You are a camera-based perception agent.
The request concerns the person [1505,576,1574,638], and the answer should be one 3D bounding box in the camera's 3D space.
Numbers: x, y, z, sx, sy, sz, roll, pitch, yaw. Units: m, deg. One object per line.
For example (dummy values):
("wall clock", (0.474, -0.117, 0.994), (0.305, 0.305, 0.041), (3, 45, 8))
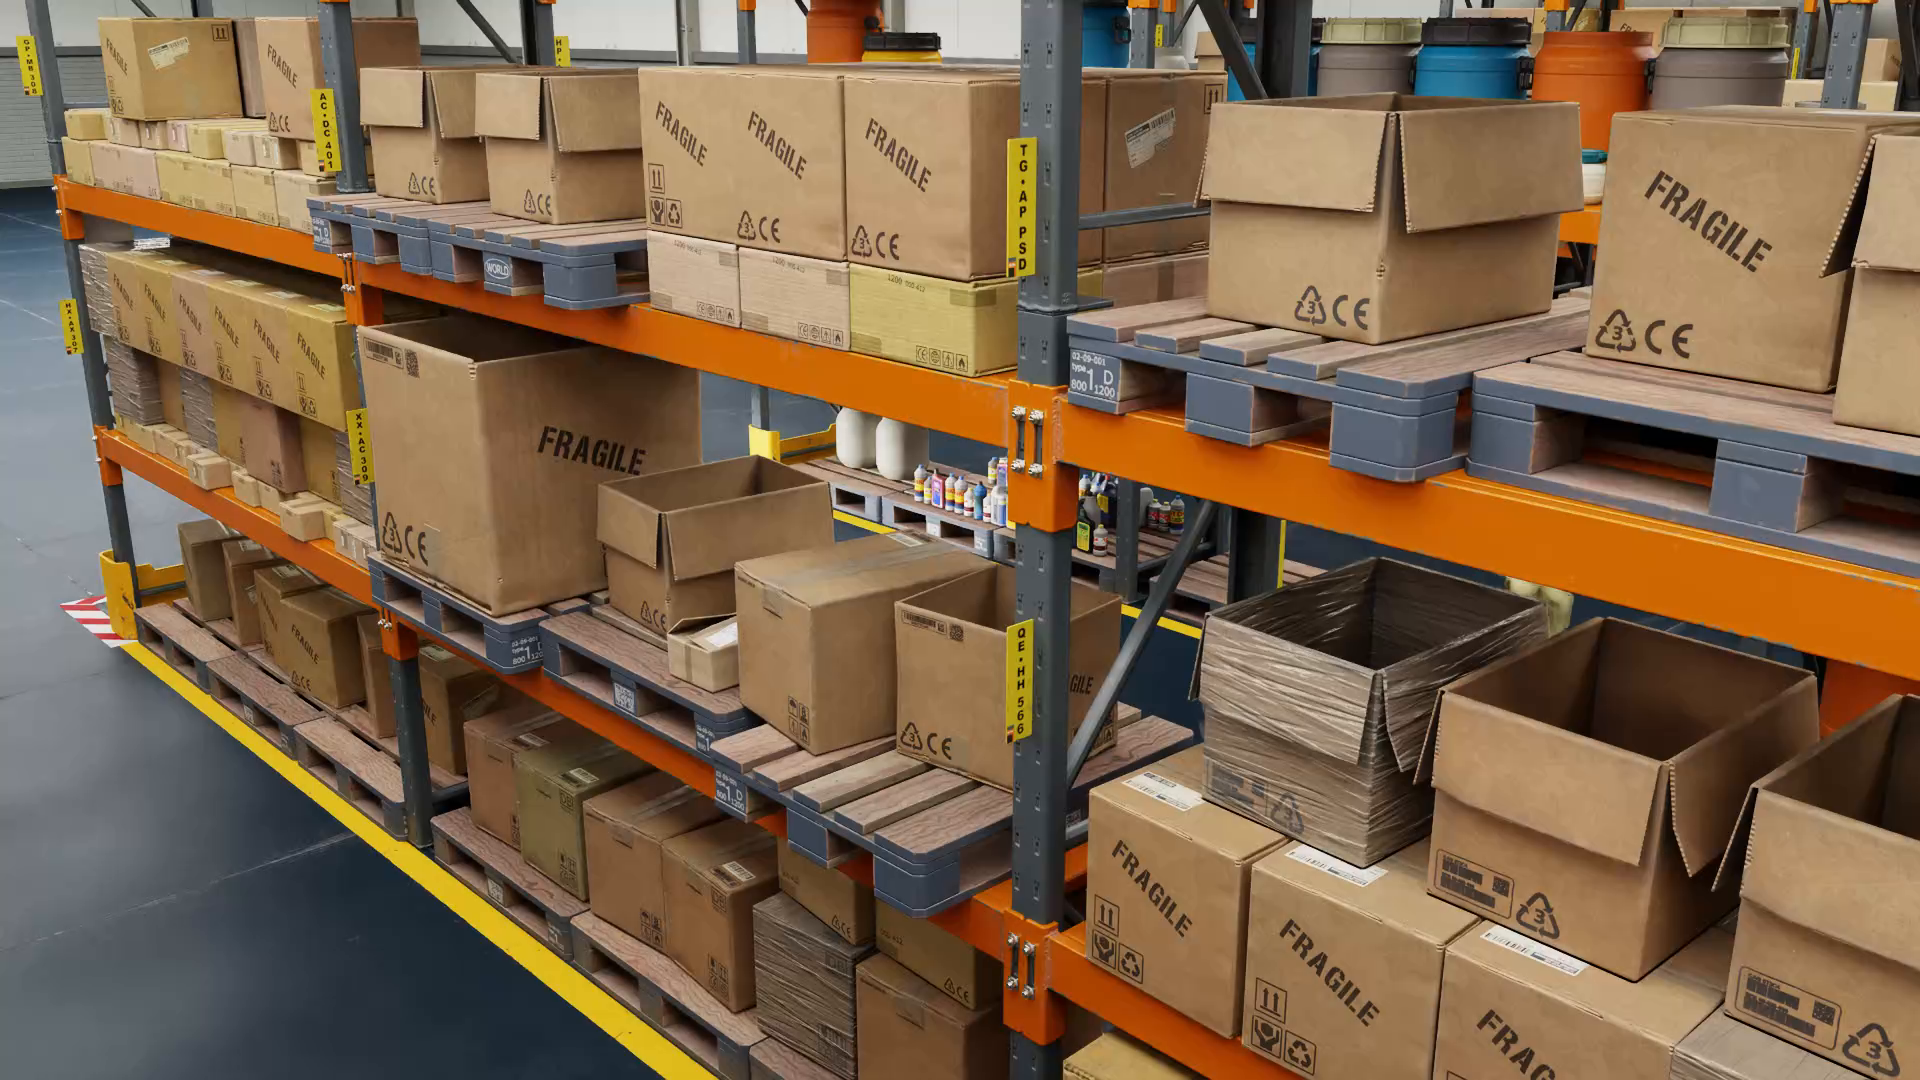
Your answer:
("person", (2.623, 0.611, 7.605), (0.984, 1.628, 0.447), (12, 21, 33))
